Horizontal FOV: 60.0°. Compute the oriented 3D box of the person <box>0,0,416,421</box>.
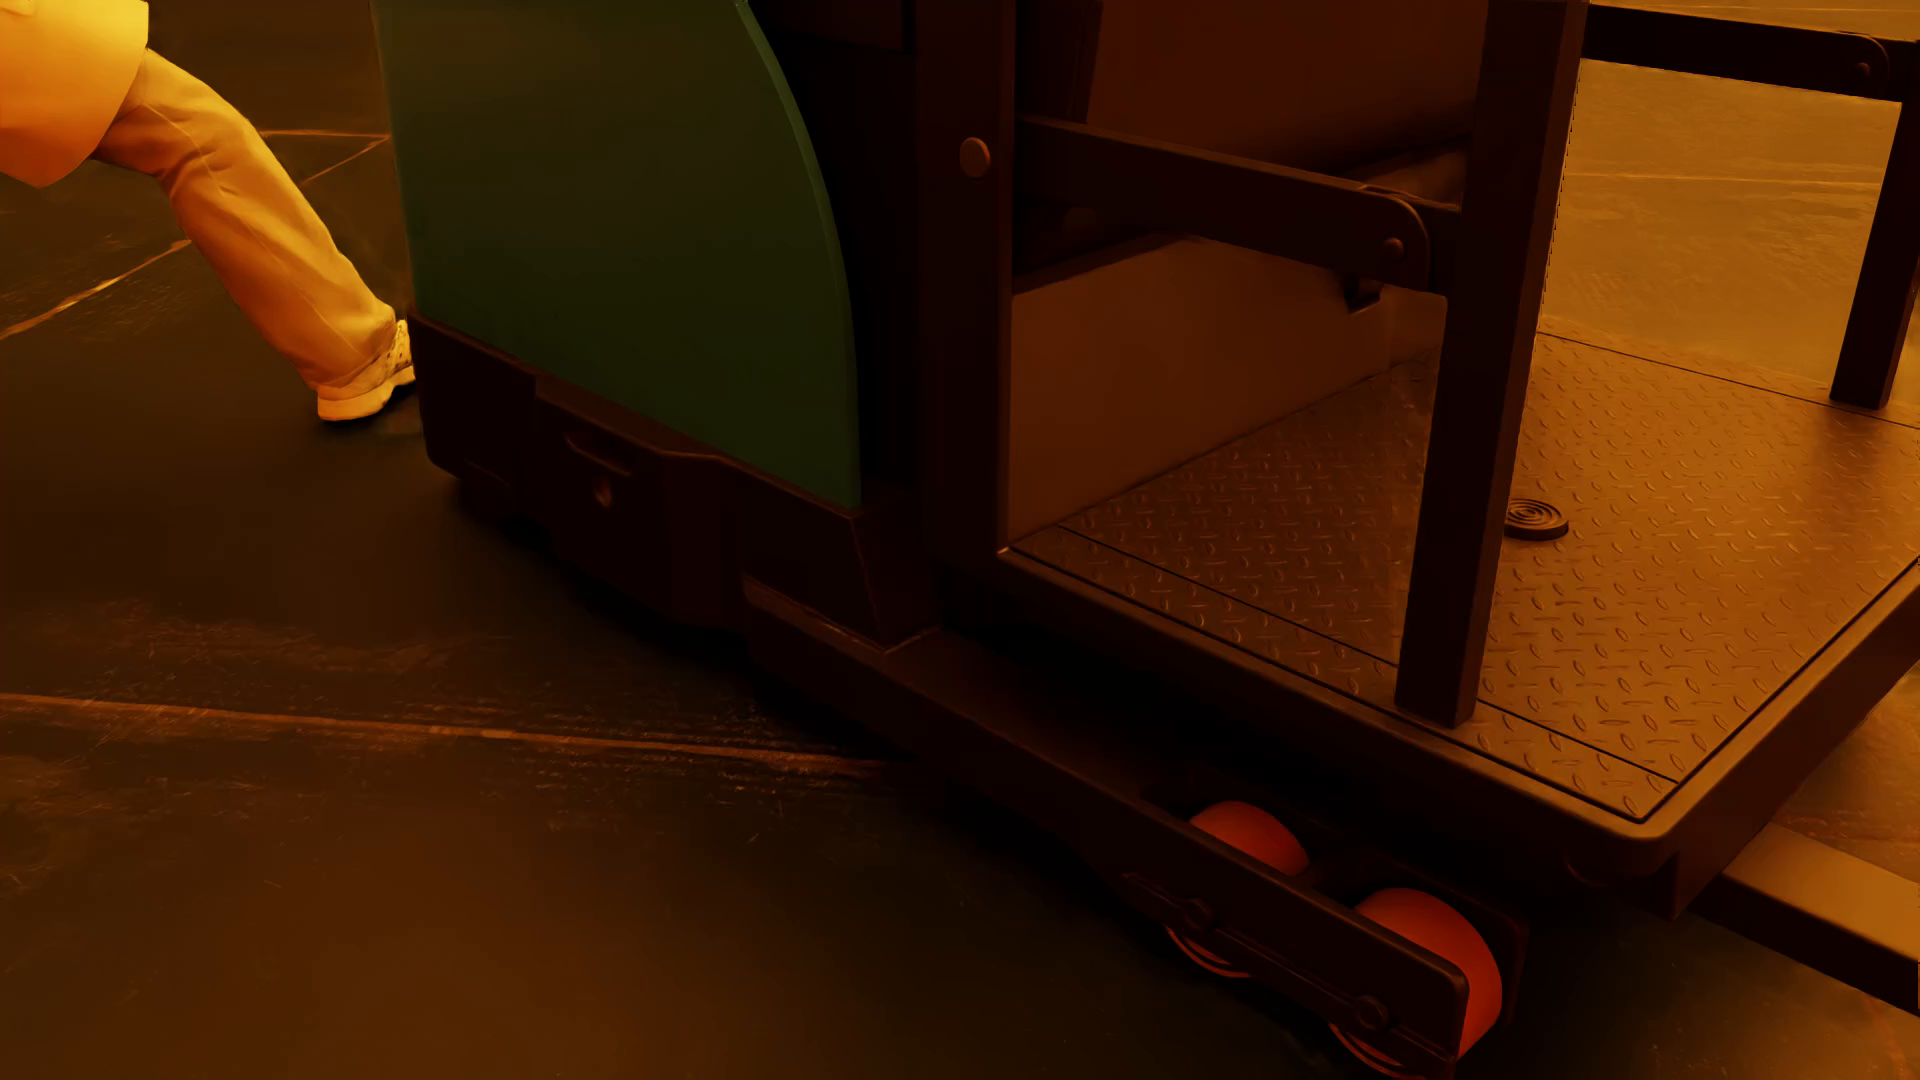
[{"bbox_3d":[-1.628,-0.880,2.494,1.170,1.557,1.067,6,27,12],"label":"person"}]

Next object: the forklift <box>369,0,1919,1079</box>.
[{"bbox_3d":[0.559,-1.084,1.390,3.031,2.935,1.130,24,35,39],"label":"forklift"}]
